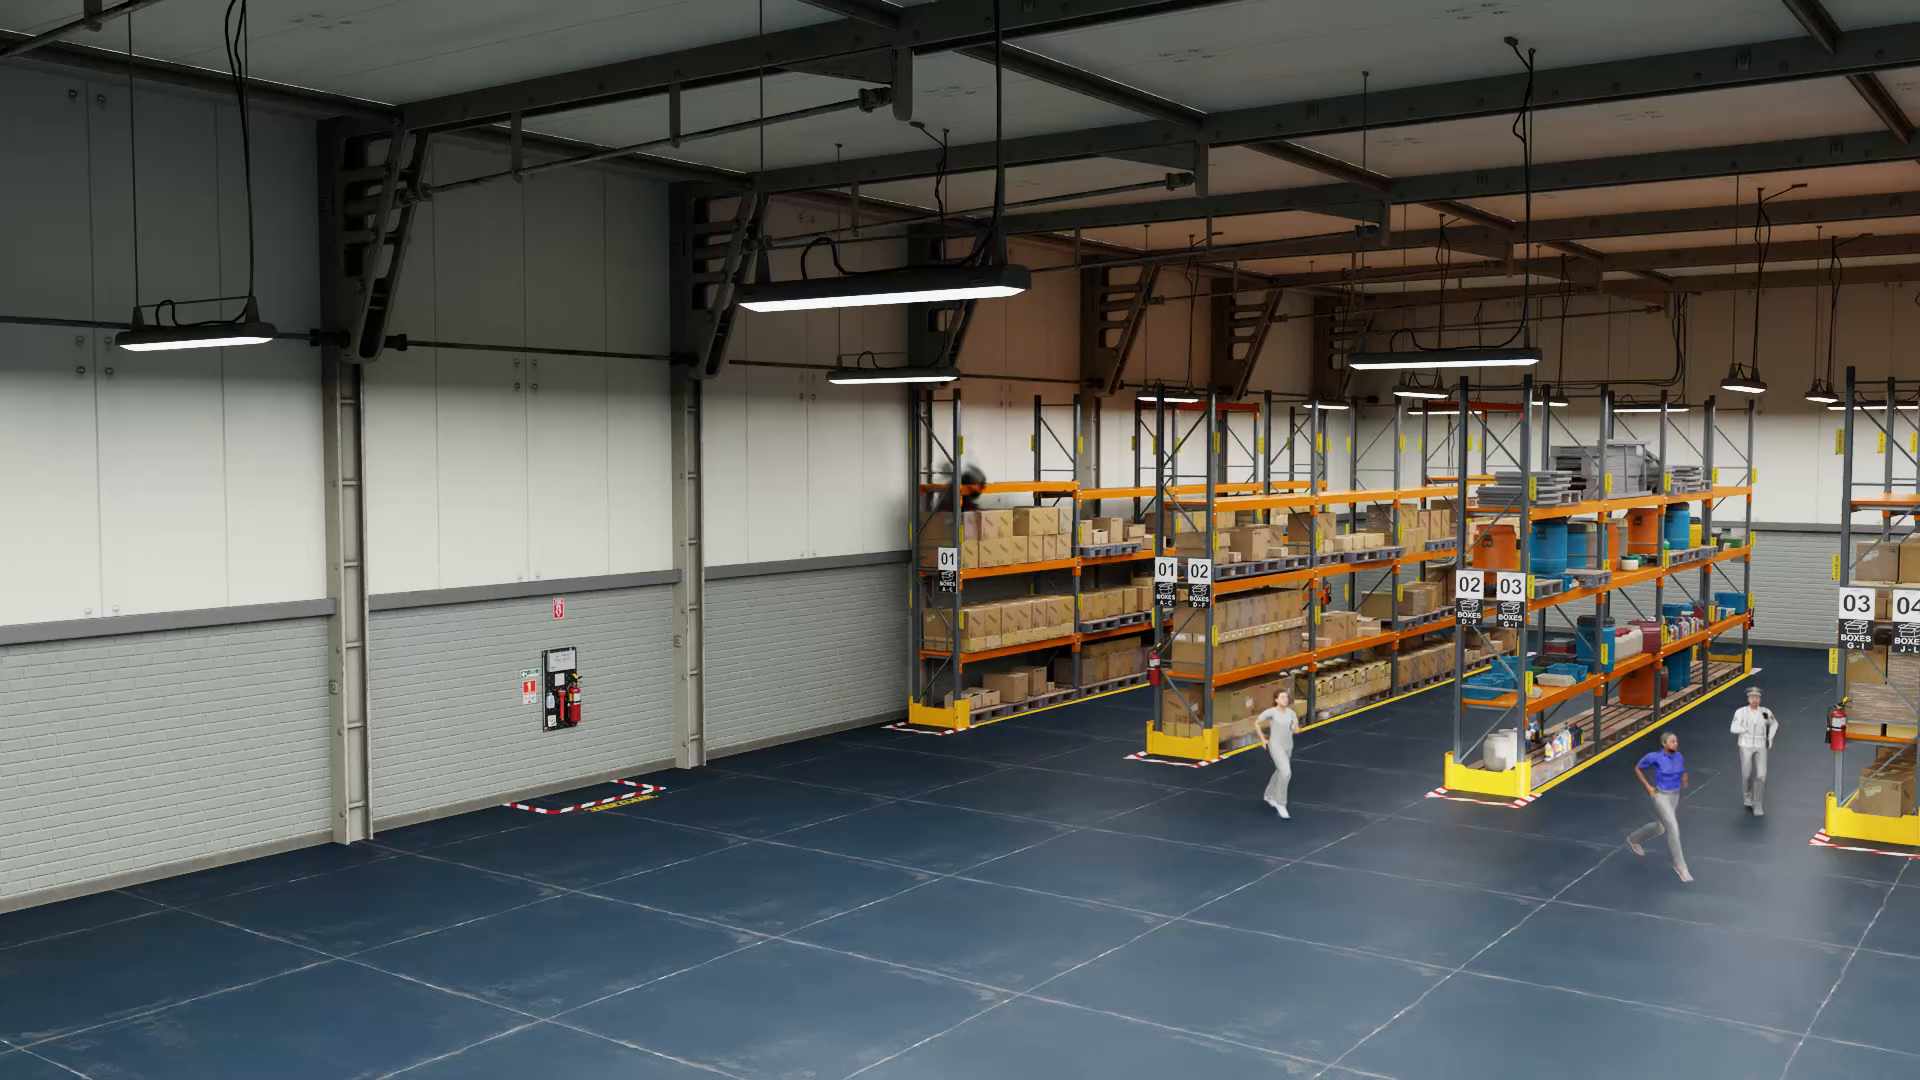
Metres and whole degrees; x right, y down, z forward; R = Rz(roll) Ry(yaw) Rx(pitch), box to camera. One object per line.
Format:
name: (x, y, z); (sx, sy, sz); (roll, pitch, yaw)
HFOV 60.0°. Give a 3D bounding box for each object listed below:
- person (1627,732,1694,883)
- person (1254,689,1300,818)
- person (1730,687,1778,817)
person: (8.263, 3.077, 19.510); (0.543, 1.688, 1.027); (-2, 4, -28)
person: (4.345, 2.877, 22.608); (0.533, 1.721, 0.746); (-2, 4, -30)
person: (10.811, 2.868, 22.645); (0.593, 1.750, 0.696); (1, 4, 24)
